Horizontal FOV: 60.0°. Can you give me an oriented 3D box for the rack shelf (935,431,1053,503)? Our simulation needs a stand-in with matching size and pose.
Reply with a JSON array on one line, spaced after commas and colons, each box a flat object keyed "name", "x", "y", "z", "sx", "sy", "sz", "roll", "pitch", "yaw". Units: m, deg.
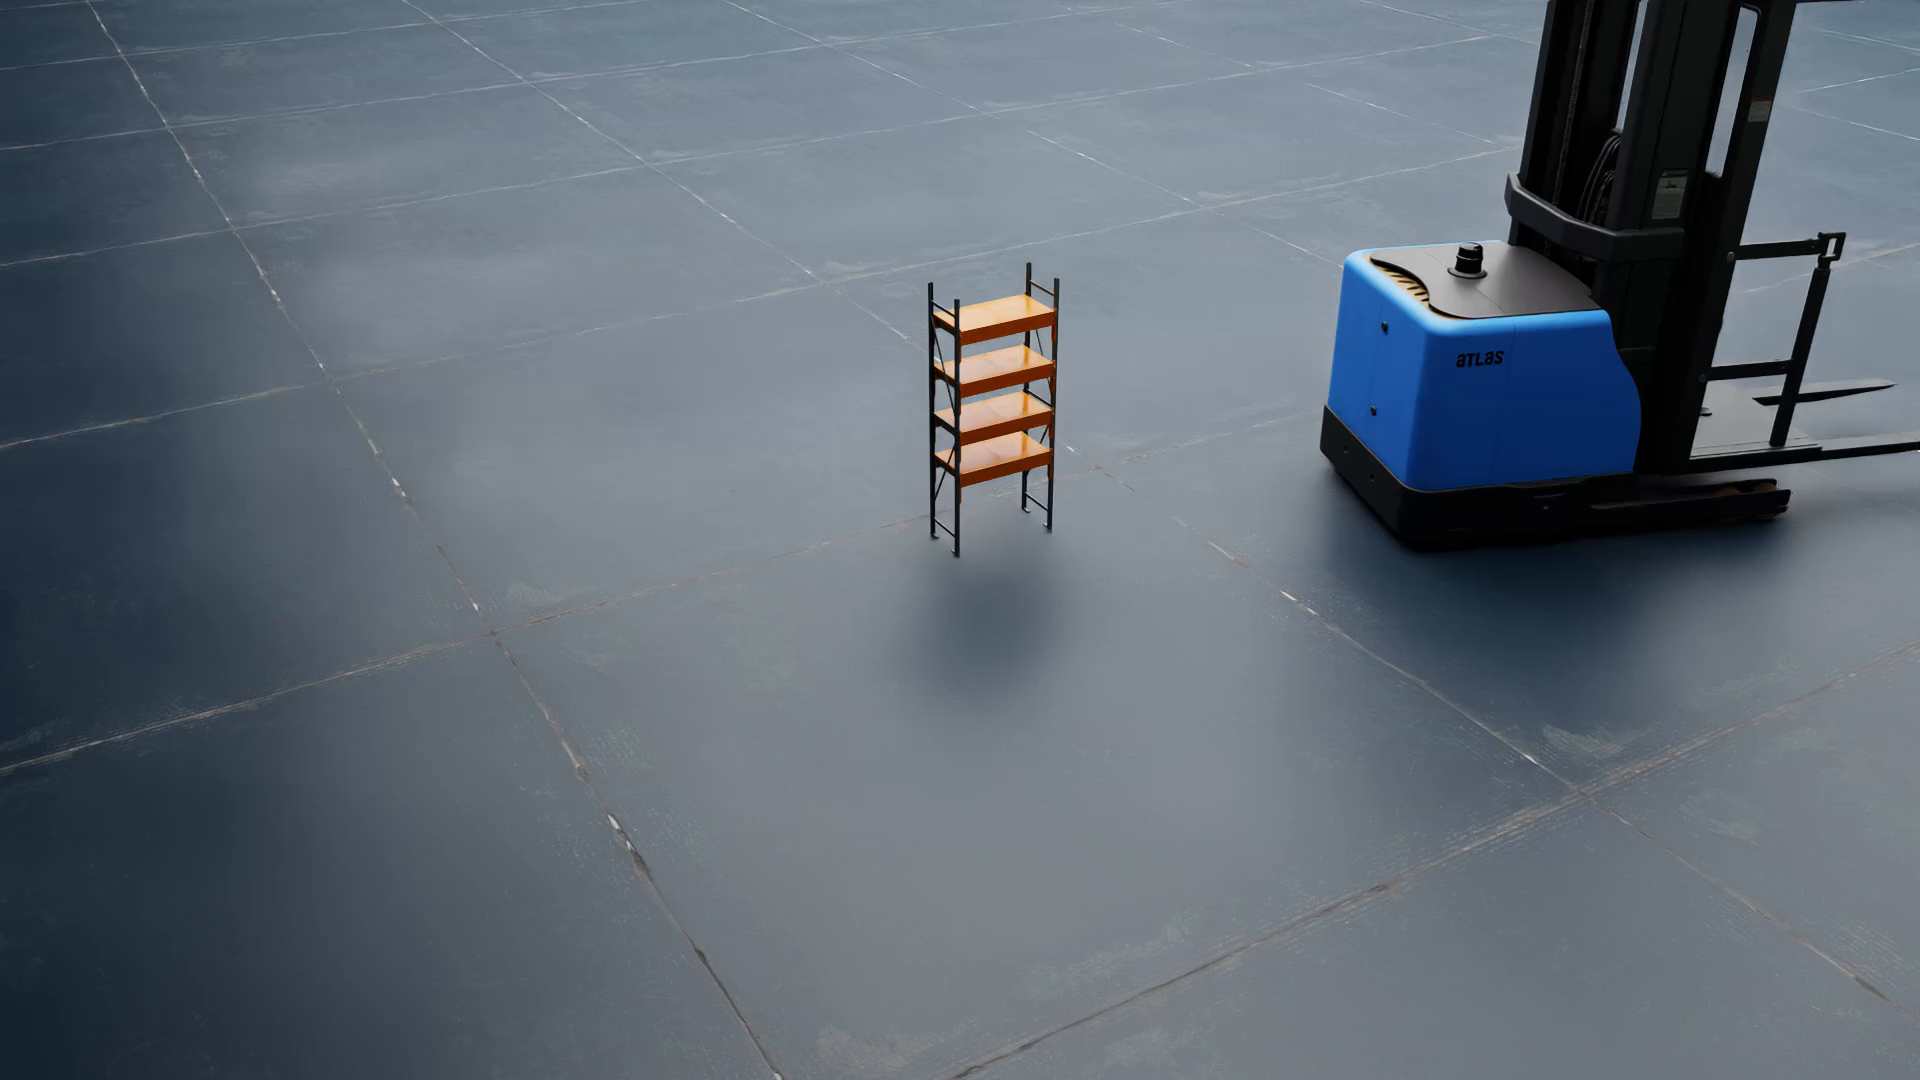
[{"name": "rack shelf", "x": 0.143, "y": -0.333, "z": 7.400, "sx": 0.480, "sy": 0.148, "sz": 0.258, "roll": -16, "pitch": 33, "yaw": -26}]

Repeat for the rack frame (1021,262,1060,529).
[{"name": "rack frame", "x": 0.353, "y": -0.626, "z": 7.379, "sx": 0.015, "sy": 1.200, "sz": 0.240, "roll": -16, "pitch": 33, "yaw": -26}]

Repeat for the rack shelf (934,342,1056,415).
[{"name": "rack shelf", "x": 0.143, "y": -0.703, "z": 7.196, "sx": 0.480, "sy": 0.148, "sz": 0.258, "roll": -16, "pitch": 33, "yaw": -26}]

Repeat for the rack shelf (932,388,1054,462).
[{"name": "rack shelf", "x": 0.143, "y": -0.507, "z": 7.304, "sx": 0.480, "sy": 0.148, "sz": 0.258, "roll": -16, "pitch": 33, "yaw": -26}]

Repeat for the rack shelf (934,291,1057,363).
[{"name": "rack shelf", "x": 0.143, "y": -0.910, "z": 7.081, "sx": 0.480, "sy": 0.148, "sz": 0.258, "roll": -16, "pitch": 33, "yaw": -26}]

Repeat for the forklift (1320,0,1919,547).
[{"name": "forklift", "x": 3.332, "y": -1.603, "z": 7.358, "sx": 3.031, "sy": 2.935, "sz": 1.130, "roll": -6, "pitch": 29, "yaw": -10}]

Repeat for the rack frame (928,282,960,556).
[{"name": "rack frame", "x": -0.068, "y": -0.506, "z": 7.163, "sx": 0.015, "sy": 1.200, "sz": 0.240, "roll": -16, "pitch": 33, "yaw": -26}]

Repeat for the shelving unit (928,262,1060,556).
[{"name": "shelving unit", "x": 0.143, "y": -0.566, "z": 7.271, "sx": 0.503, "sy": 1.200, "sz": 0.258, "roll": -16, "pitch": 33, "yaw": -26}]
